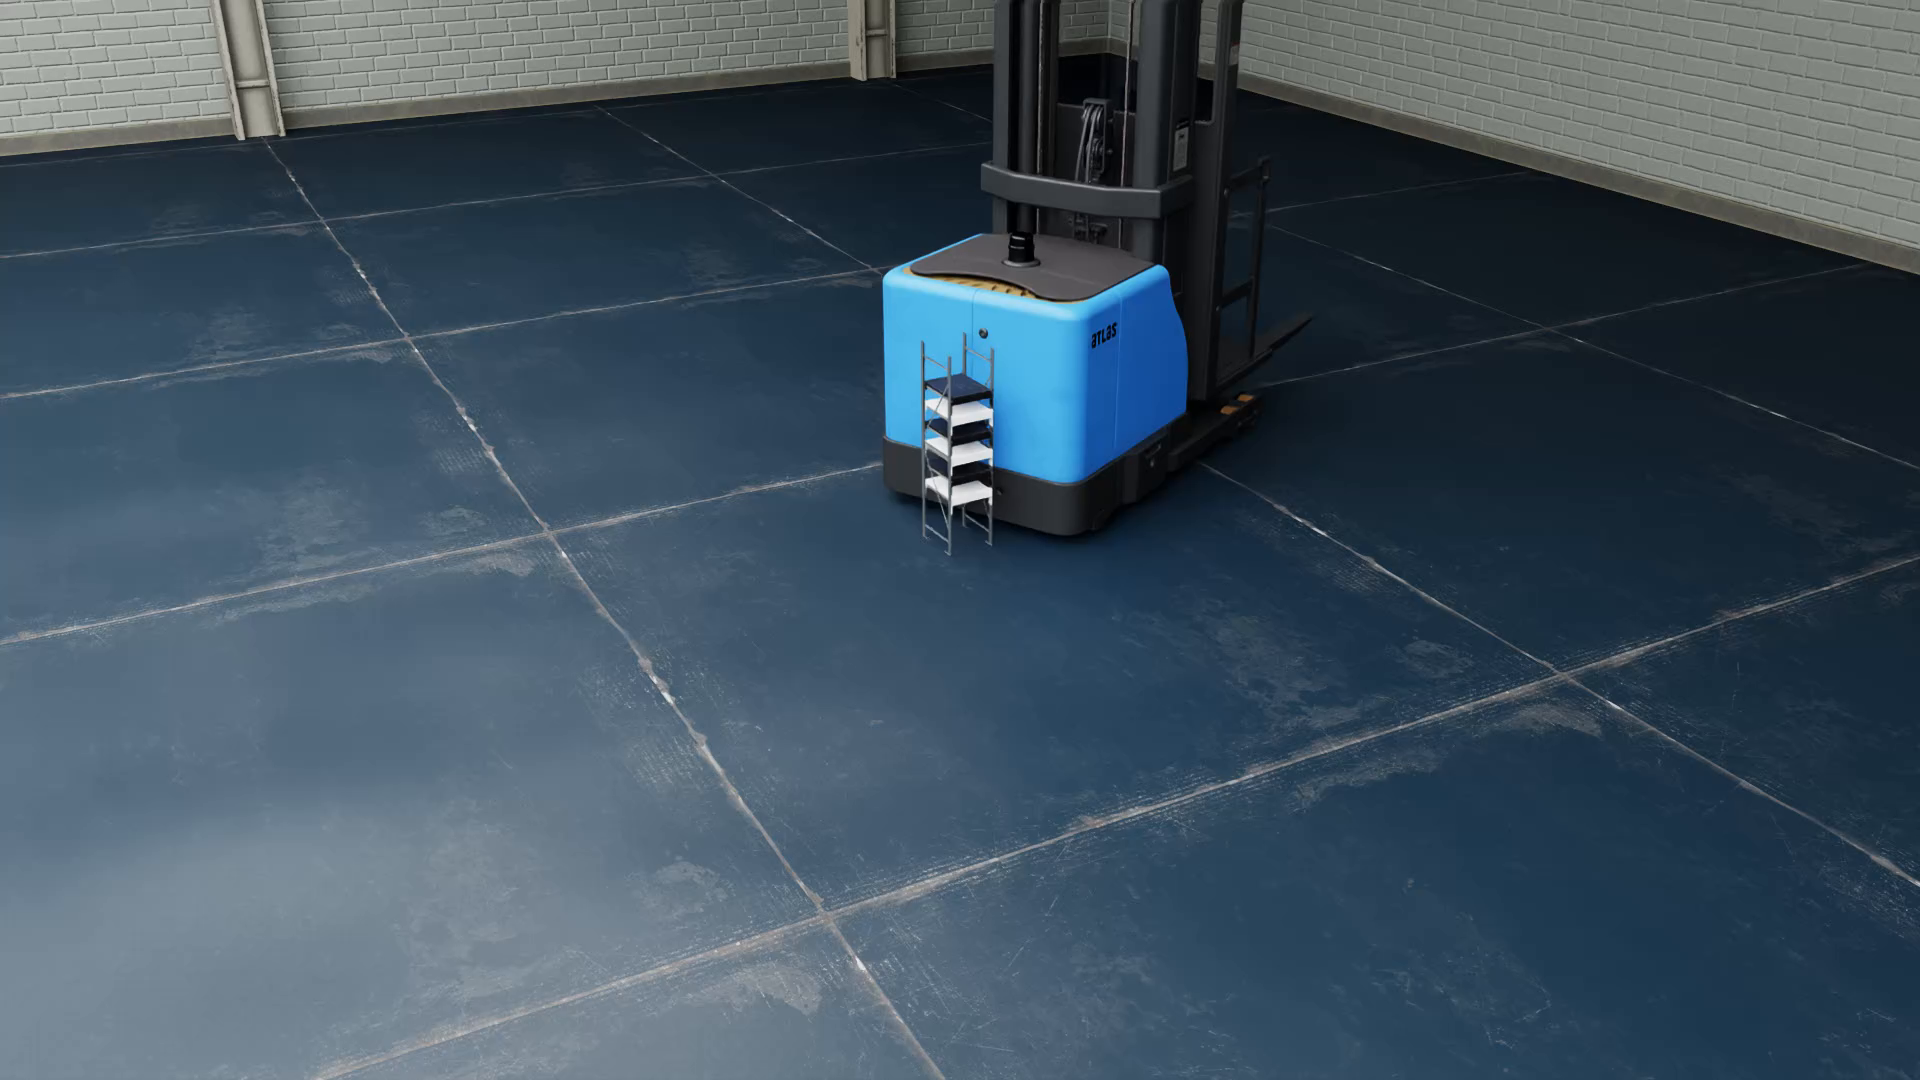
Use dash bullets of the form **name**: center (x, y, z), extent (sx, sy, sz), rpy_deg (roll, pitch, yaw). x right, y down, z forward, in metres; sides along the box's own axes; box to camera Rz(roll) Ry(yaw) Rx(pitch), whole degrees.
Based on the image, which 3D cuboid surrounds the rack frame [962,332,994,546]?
- **rack frame**: center (0.075, -0.423, 7.092), extent (0.006, 0.900, 0.240), rpy_deg (-15, 29, -28)

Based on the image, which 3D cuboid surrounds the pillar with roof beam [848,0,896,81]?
- **pillar with roof beam**: center (1.123, -7.225, 11.901), extent (0.400, 9.000, 9.100), rpy_deg (-13, 29, -25)

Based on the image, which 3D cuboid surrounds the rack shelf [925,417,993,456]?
- **rack shelf**: center (-0.012, -0.452, 7.020), extent (0.200, 0.077, 0.258), rpy_deg (-15, 29, -28)

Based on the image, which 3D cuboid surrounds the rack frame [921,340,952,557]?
- **rack frame**: center (-0.099, -0.378, 6.997), extent (0.006, 0.900, 0.240), rpy_deg (-15, 29, -28)

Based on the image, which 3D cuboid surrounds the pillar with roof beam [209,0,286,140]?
- **pillar with roof beam**: center (-4.172, -6.003, 9.356), extent (0.400, 9.000, 9.100), rpy_deg (-13, 29, -25)

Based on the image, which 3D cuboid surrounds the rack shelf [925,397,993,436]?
- **rack shelf**: center (-0.012, -0.533, 6.981), extent (0.200, 0.077, 0.258), rpy_deg (-15, 29, -28)

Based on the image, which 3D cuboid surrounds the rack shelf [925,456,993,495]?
- **rack shelf**: center (-0.012, -0.290, 7.098), extent (0.200, 0.077, 0.258), rpy_deg (-15, 29, -28)

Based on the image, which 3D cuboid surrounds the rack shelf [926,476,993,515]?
- **rack shelf**: center (-0.013, -0.208, 7.137), extent (0.200, 0.077, 0.258), rpy_deg (-15, 29, -28)

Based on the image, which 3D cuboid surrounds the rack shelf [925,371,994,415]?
- **rack shelf**: center (-0.012, -0.614, 6.942), extent (0.200, 0.077, 0.258), rpy_deg (-15, 29, -28)

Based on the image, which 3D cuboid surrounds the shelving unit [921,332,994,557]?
- **shelving unit**: center (-0.012, -0.401, 7.044), extent (0.210, 0.900, 0.258), rpy_deg (-15, 29, -28)

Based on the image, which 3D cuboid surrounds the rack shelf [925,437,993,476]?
- **rack shelf**: center (-0.012, -0.371, 7.059), extent (0.200, 0.077, 0.258), rpy_deg (-15, 29, -28)

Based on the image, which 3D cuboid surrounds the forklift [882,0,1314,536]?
- **forklift**: center (0.882, -1.928, 7.879), extent (1.130, 2.935, 3.031), rpy_deg (16, 30, 30)
